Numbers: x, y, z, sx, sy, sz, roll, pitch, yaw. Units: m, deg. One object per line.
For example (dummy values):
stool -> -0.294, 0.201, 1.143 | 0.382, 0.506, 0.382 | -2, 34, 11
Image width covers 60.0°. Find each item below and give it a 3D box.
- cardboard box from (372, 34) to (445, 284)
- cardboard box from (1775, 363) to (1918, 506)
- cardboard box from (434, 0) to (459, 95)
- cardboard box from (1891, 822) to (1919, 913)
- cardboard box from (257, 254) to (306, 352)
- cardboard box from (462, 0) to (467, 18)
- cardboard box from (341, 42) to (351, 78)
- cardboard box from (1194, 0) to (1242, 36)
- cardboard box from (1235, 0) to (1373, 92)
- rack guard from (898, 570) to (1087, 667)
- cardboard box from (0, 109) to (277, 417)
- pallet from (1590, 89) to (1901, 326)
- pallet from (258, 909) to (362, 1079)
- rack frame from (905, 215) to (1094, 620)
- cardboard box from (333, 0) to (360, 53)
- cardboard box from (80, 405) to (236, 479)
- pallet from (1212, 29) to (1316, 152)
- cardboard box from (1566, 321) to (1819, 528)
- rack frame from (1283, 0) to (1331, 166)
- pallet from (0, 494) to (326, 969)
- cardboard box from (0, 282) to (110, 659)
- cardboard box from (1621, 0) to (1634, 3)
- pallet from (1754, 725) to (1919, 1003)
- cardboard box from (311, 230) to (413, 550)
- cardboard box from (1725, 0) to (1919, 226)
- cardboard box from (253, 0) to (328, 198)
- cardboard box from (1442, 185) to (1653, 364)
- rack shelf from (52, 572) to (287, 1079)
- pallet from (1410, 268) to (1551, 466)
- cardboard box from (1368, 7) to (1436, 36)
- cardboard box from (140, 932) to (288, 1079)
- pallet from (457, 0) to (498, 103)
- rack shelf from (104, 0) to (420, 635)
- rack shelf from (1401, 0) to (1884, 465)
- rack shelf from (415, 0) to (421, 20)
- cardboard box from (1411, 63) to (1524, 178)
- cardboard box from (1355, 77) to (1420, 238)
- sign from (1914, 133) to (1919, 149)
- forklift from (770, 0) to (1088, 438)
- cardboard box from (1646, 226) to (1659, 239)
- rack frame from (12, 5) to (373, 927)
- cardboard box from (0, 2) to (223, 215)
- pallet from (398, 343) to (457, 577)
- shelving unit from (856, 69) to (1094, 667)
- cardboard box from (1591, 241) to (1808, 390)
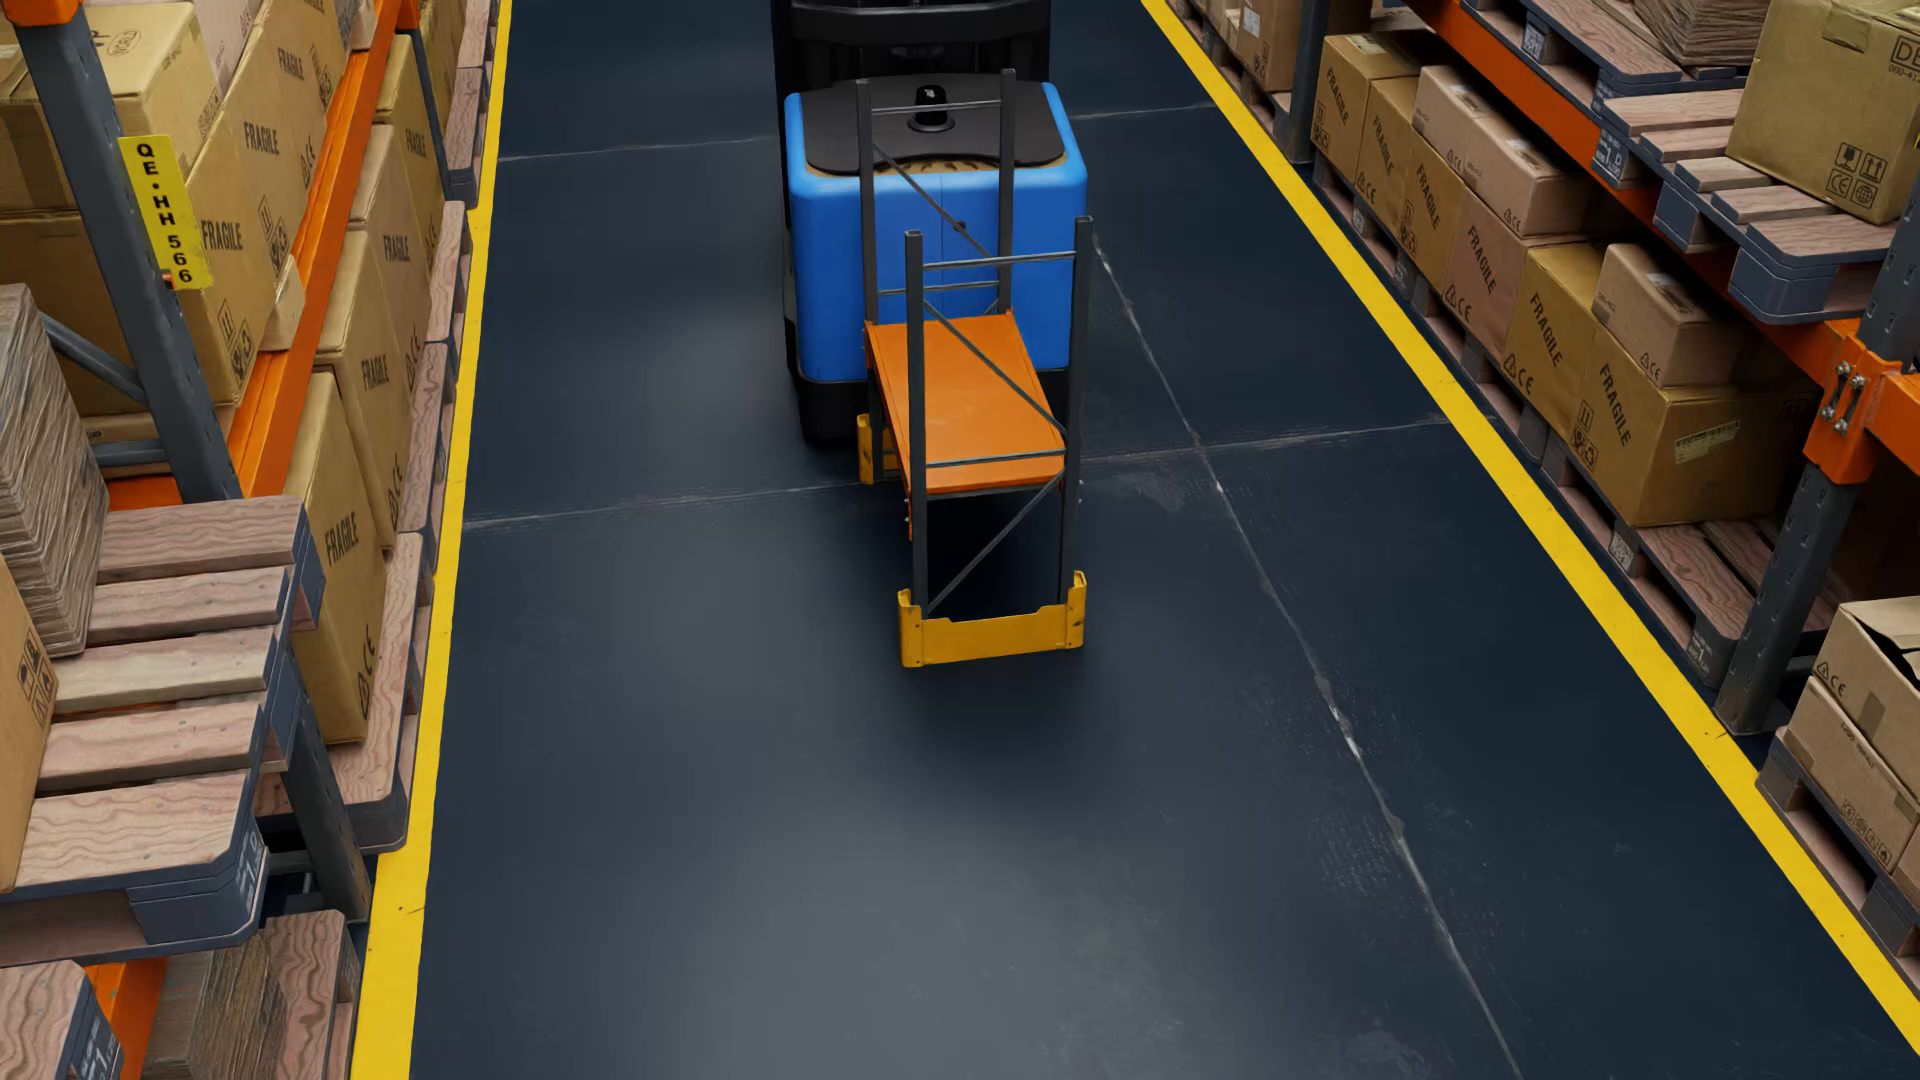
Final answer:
cardboard box -> -2.539, -1.498, 6.643 | 0.750, 0.750, 0.750 | -6, 38, -7
cardboard box -> 2.900, -0.487, 5.611 | 0.500, 0.500, 0.500 | -8, 38, -10
cardboard box -> -2.896, -2.505, 8.225 | 0.700, 0.500, 0.500 | -7, 38, -8
cardboard box -> 2.688, 0.892, 4.055 | 0.500, 0.250, 0.500 | -7, 38, -9
cardboard box -> -1.909, -0.599, 4.265 | 0.380, 0.149, 0.250 | -5, 38, -7
cardboard box -> -3.085, -3.137, 9.038 | 0.700, 0.500, 0.500 | -7, 38, -9
cardboard box -> -2.293, -1.676, 5.650 | 0.380, 0.149, 0.250 | -6, 38, -8
cardboard box -> 1.584, -2.974, 8.966 | 0.500, 0.311, 0.500 | -6, 38, -8
cardboard box -> 1.716, -2.595, 8.324 | 0.500, 0.500, 0.500 | -6, 38, -8
rack guard -> 0.101, 0.248, 5.227 | 0.587, 0.250, 0.087 | -6, 38, -8
cardboard box -> -1.913, -0.630, 3.775 | 0.500, 0.500, 0.500 | -5, 38, -7
pallet -> 2.608, -1.005, 4.755 | 1.213, 0.211, 1.003 | -6, 38, -8
pallet -> -1.945, 1.429, 3.738 | 1.003, 0.211, 1.213 | -6, 38, -8
rack frame -> 0.104, -0.234, 4.828 | 0.500, 1.500, 0.032 | -6, 38, -8
cardboard box -> -2.273, -1.862, 5.361 | 0.500, 0.500, 0.500 | -6, 38, -8
cardboard box -> -1.910, -0.276, 3.849 | 0.380, 0.149, 0.250 | -7, 38, -9
pallet -> 1.975, -2.409, 8.679 | 1.003, 0.211, 1.213 | -6, 38, -8
cardboard box -> 2.401, -0.405, 5.506 | 0.500, 0.500, 0.500 | -5, 38, -6
rack frame -> 2.095, -3.095, 7.289 | 1.000, 3.000, 0.127 | -6, 38, -8
pallet -> -1.850, 0.351, 3.010 | 1.213, 0.211, 1.003 | -6, 38, -8
cardboard box -> -1.988, -0.074, 2.961 | 0.700, 0.500, 0.500 | -11, 39, -13
cardboard box -> 2.465, -2.240, 5.764 | 0.700, 0.500, 0.500 | -16, 41, -19
pallet -> 2.902, 0.924, 4.389 | 1.003, 0.211, 1.213 | -6, 38, -8
cardboard box -> -2.227, -0.449, 5.293 | 0.750, 0.750, 0.750 | -6, 38, -8
cardboard box -> 2.575, -1.253, 4.494 | 0.700, 0.500, 0.500 | -19, 42, -23
cardboard box -> -2.082, -1.247, 4.570 | 0.500, 0.500, 0.500 | -6, 38, -8
cardboard box -> 2.213, -1.034, 6.315 | 0.500, 0.500, 0.500 | -8, 38, -10
rack shelf -> -1.729, 1.348, 2.156 | 1.077, 0.370, 4.000 | -6, 38, -8
pallet -> 2.492, -0.768, 6.567 | 1.003, 0.211, 1.213 | -6, 38, -8
cardboard box -> 2.234, -2.484, 8.335 | 0.500, 0.311, 0.500 | -6, 38, -8
cardboard box -> -1.903, 1.099, 3.570 | 0.700, 0.500, 0.500 | -6, 38, -7
pallet -> -3.055, -2.665, 9.008 | 1.003, 0.211, 1.213 | -6, 38, -8
rack shelf -> -2.431, -1.068, 5.266 | 1.077, 0.370, 4.000 | -6, 38, -8
rack shelf -> 2.446, -1.603, 5.955 | 1.077, 0.370, 4.000 | -6, 38, -8
rack shelf -> -3.132, -3.484, 8.376 | 1.077, 0.370, 4.000 | -6, 38, -8
cardboard box -> 2.115, -1.655, 6.503 | 0.500, 0.250, 0.500 | -6, 38, -8
cardboard box -> 2.044, -1.642, 7.098 | 0.500, 0.500, 0.500 | -6, 38, -7
sign -> 2.264, -1.041, 3.766 | 0.100, 0.325, 0.005 | -6, 38, -8
forklift -> -0.217, -2.425, 6.482 | 1.130, 2.935, 3.031 | -4, 38, -5
cardboard box -> 2.721, -1.105, 6.406 | 0.500, 0.500, 0.500 | -7, 38, -9
rack frame -> -2.080, -0.144, 3.490 | 1.000, 3.000, 0.127 | -6, 38, -8
cardboard box -> -1.911, -0.924, 3.543 | 0.500, 0.250, 0.500 | -5, 38, -7
pallet -> -2.355, -0.262, 5.916 | 1.003, 0.211, 1.213 | -6, 38, -8
shelving unit -> 0.013, -0.546, 5.231 | 0.587, 1.500, 1.083 | -6, 38, -8
cardboard box -> 2.387, -0.735, 5.319 | 0.500, 0.250, 0.500 | -5, 38, -6
